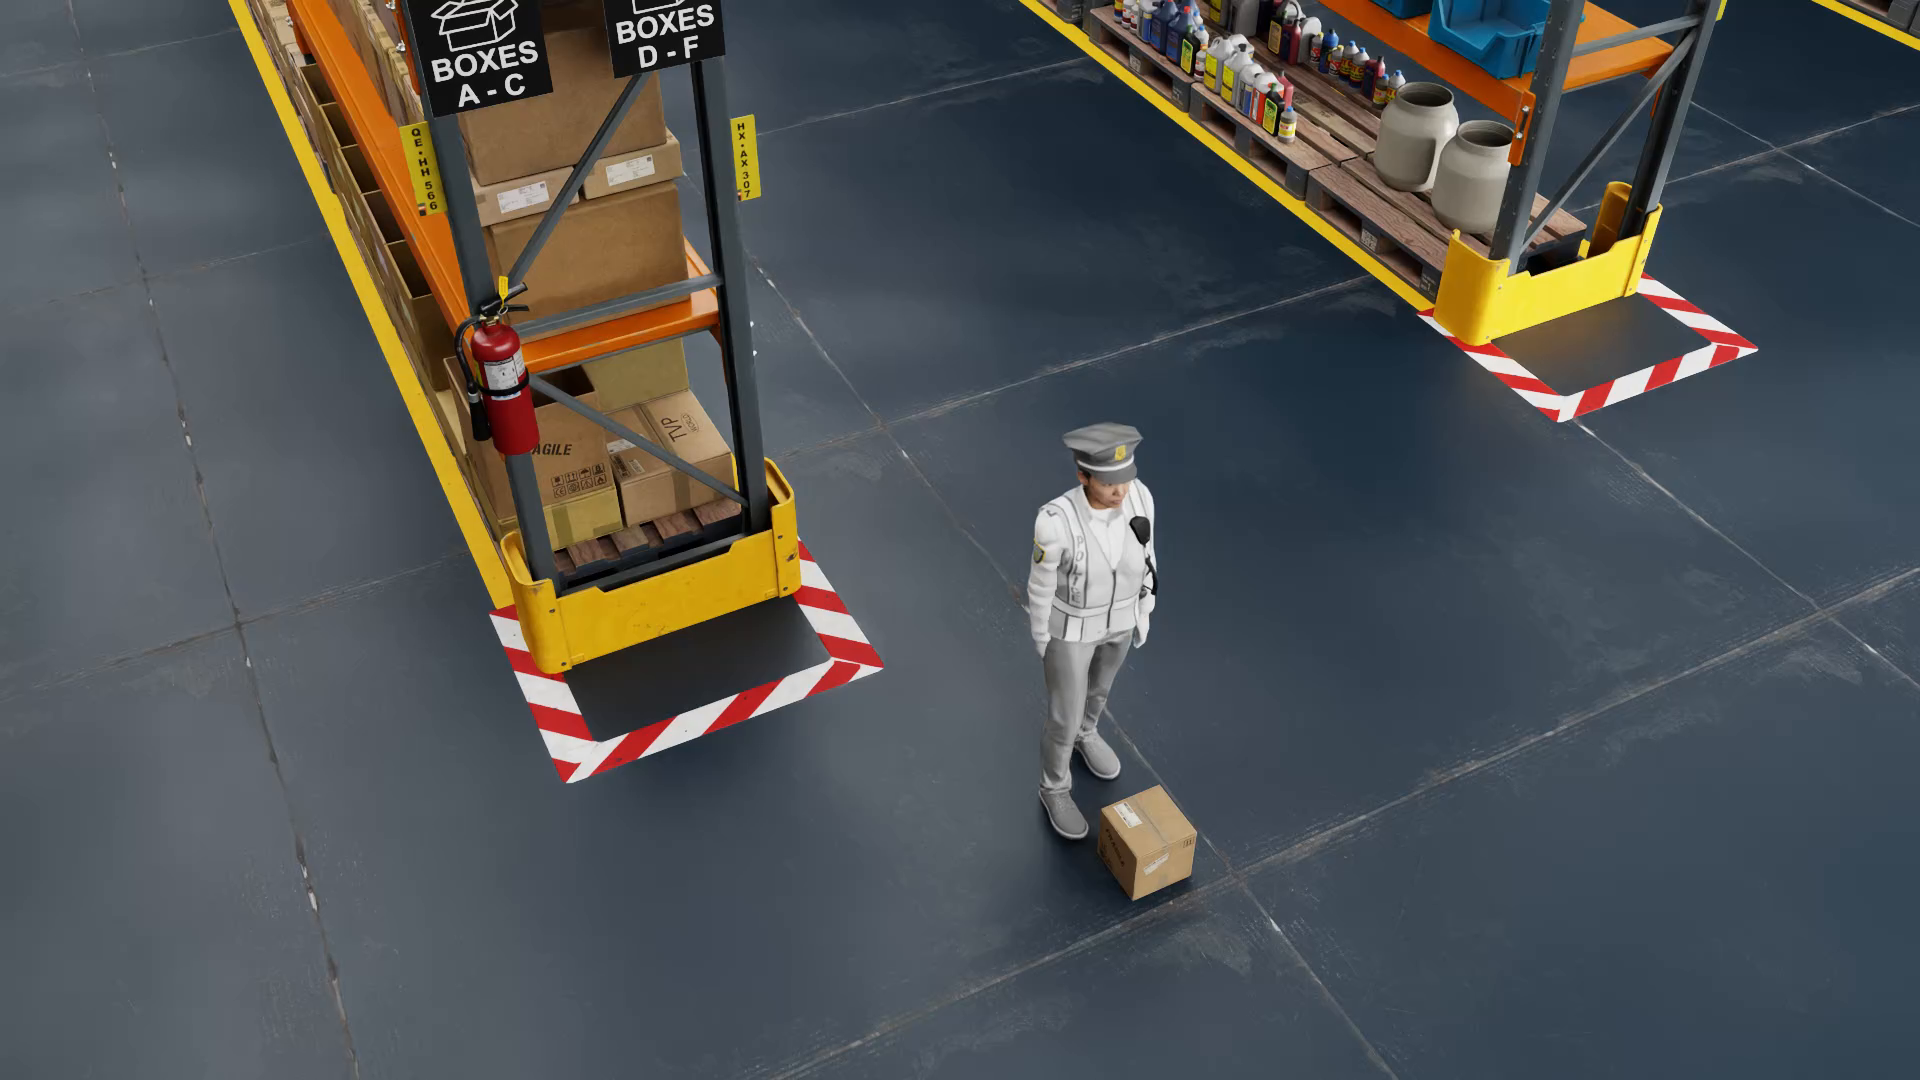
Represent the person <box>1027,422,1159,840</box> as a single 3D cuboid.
[{"bbox_3d":[0.480,0.302,5.803,0.476,1.679,0.487,-18,45,-19],"label":"person"}]
